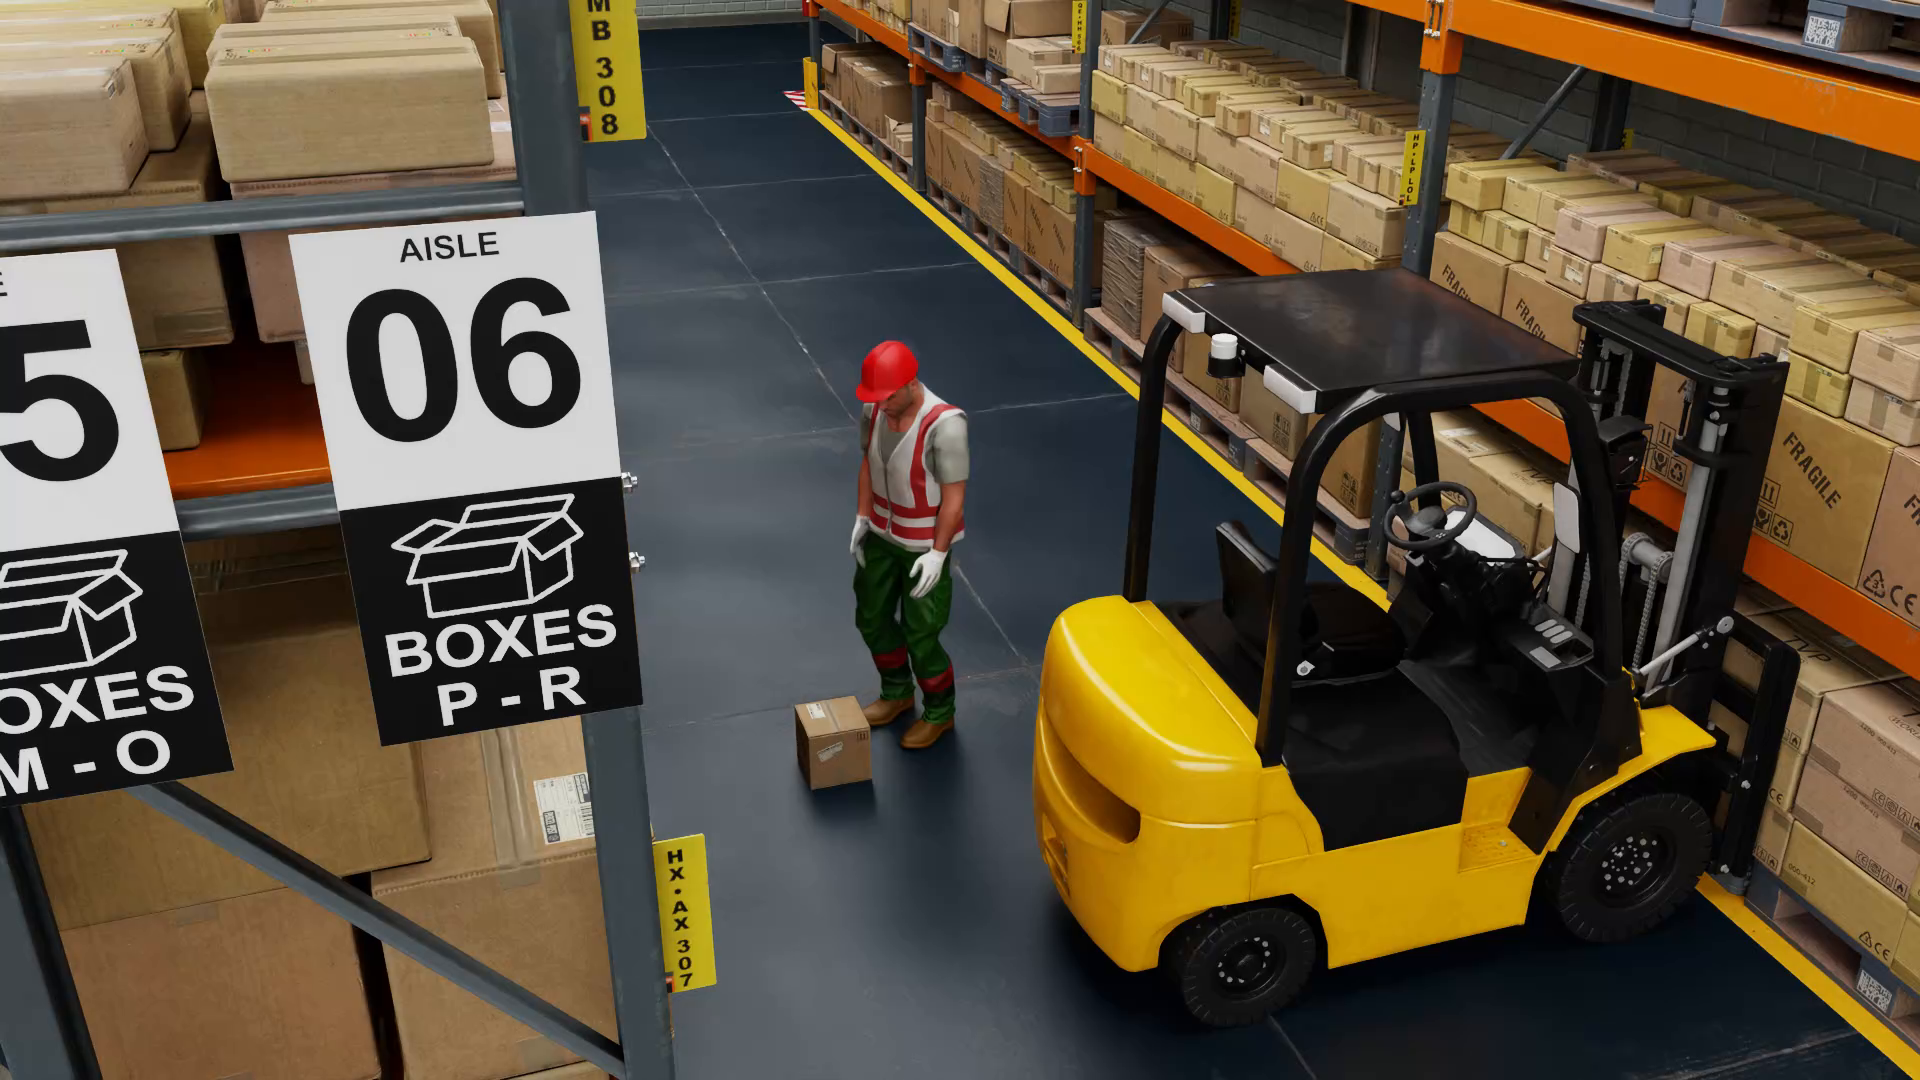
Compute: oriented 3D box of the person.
[{"bbox_3d":[-0.208,0.017,6.614,0.544,1.735,0.459,23,34,39],"label":"person"}]
